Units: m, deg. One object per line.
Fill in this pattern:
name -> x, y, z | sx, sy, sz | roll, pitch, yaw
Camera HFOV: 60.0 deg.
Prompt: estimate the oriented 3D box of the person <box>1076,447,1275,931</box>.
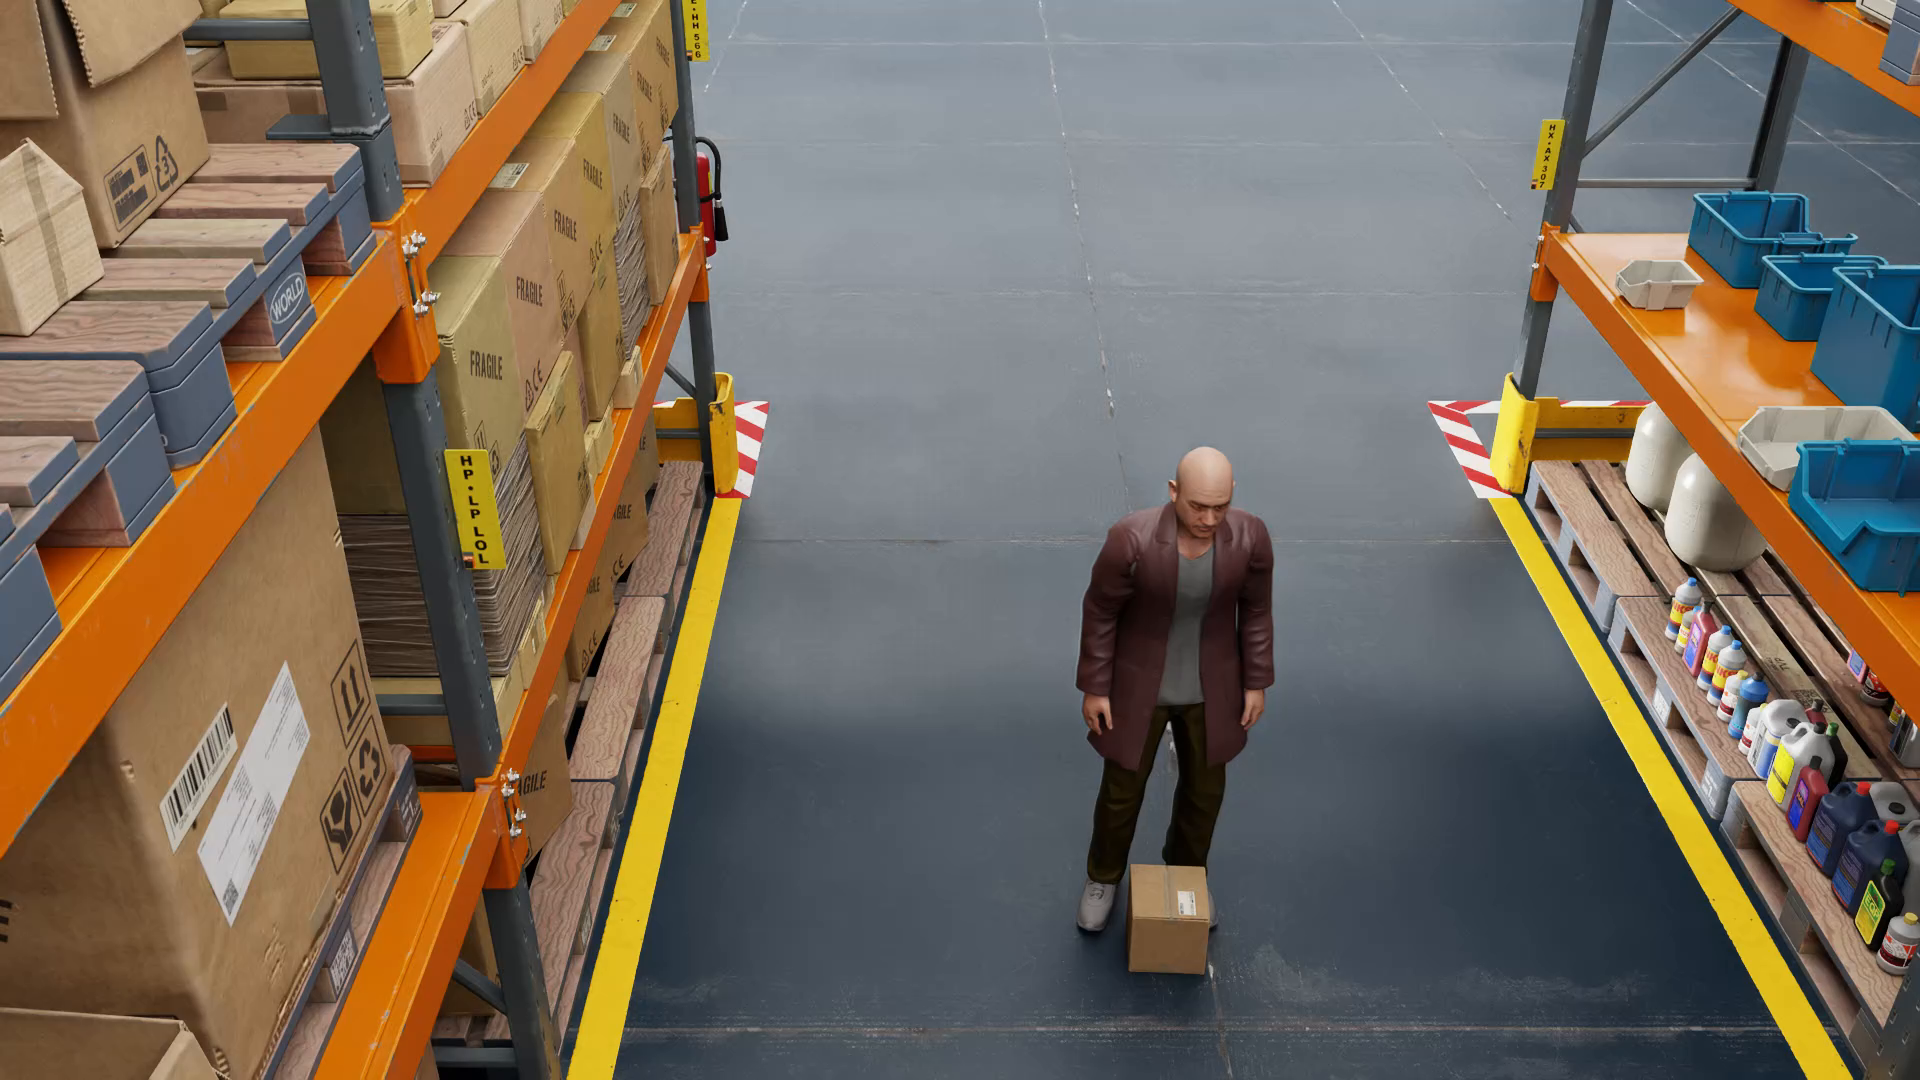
person -> 0.694, 0.478, 5.358 | 0.646, 1.772, 0.429 | -2, 31, -3
